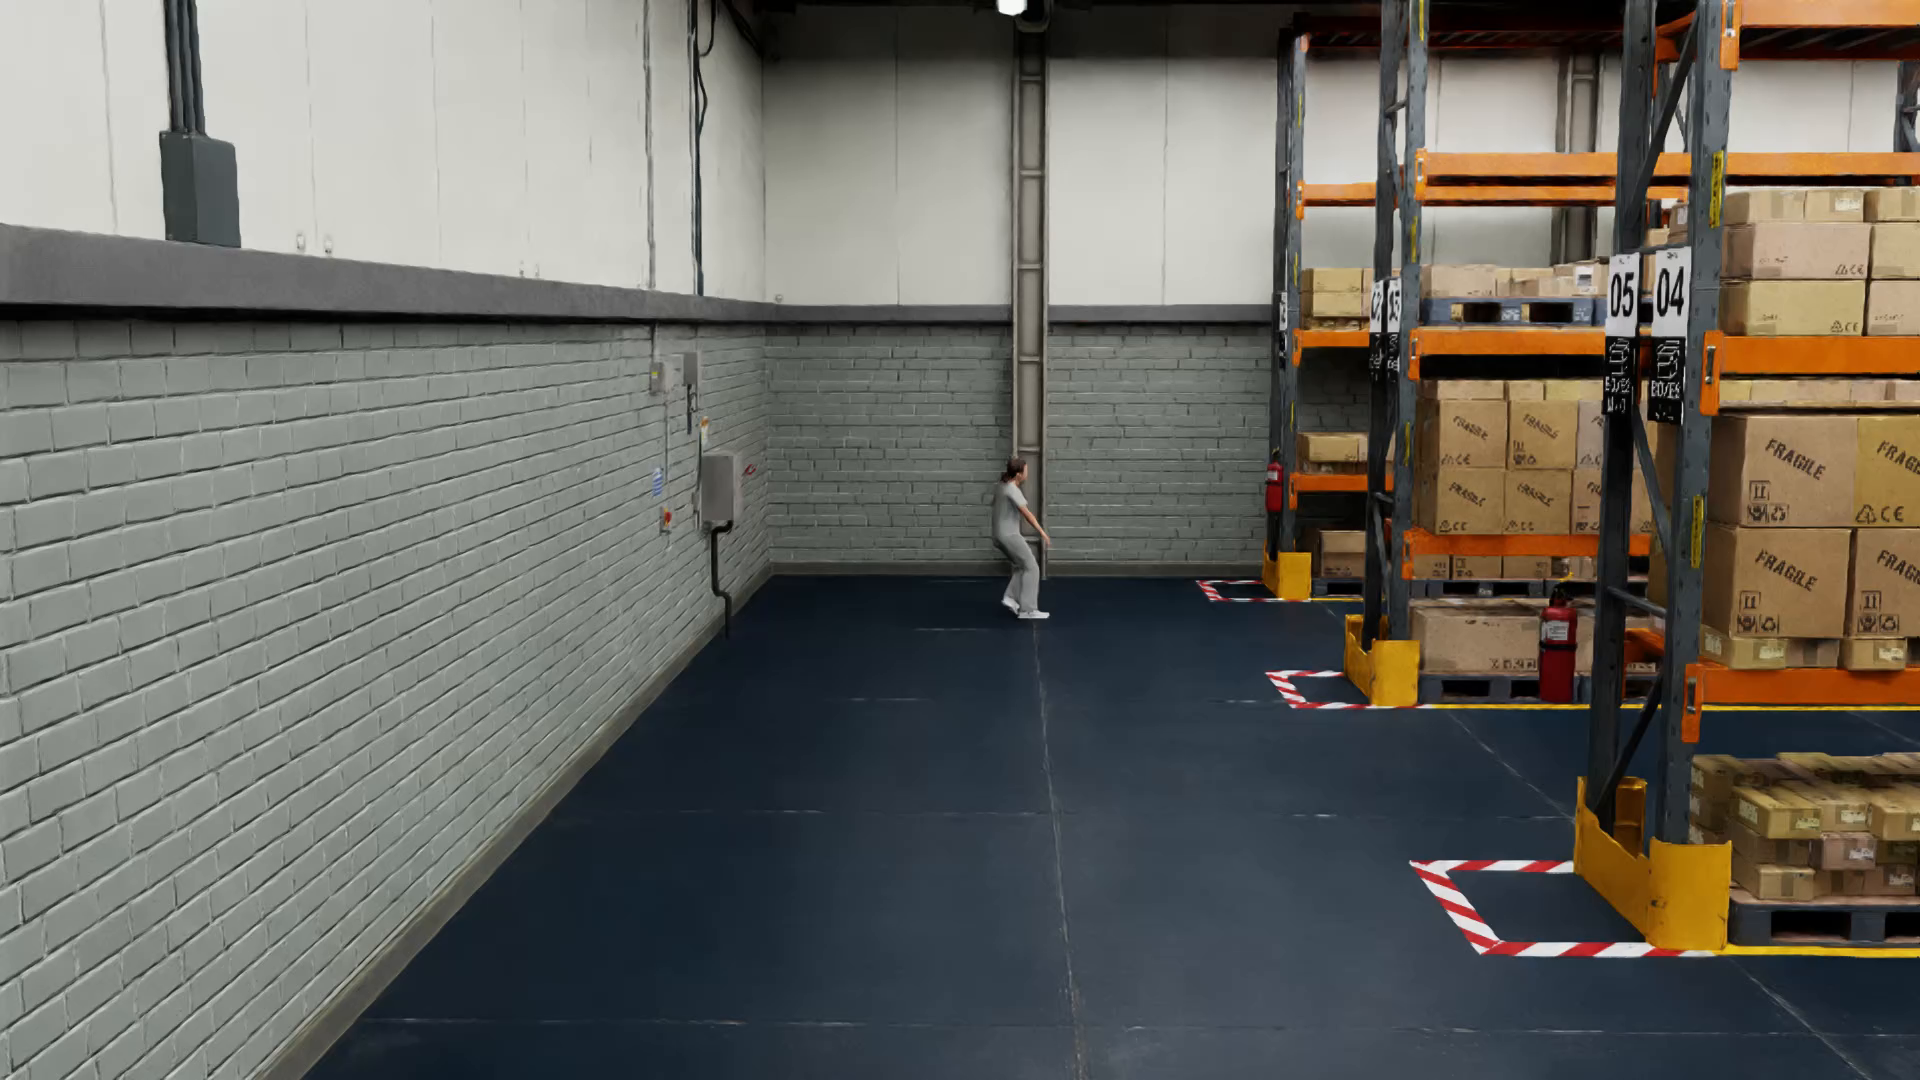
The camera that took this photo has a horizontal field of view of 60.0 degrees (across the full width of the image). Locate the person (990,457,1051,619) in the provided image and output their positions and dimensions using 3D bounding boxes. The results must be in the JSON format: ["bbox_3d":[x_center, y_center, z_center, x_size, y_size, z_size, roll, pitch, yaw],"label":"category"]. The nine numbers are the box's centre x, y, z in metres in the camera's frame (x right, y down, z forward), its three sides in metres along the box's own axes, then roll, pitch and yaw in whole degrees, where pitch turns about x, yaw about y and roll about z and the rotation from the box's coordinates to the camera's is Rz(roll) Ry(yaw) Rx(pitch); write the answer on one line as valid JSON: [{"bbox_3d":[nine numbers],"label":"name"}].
[{"bbox_3d":[0.584,-0.021,16.428,0.467,1.590,0.817,-3,8,-25],"label":"person"}]
